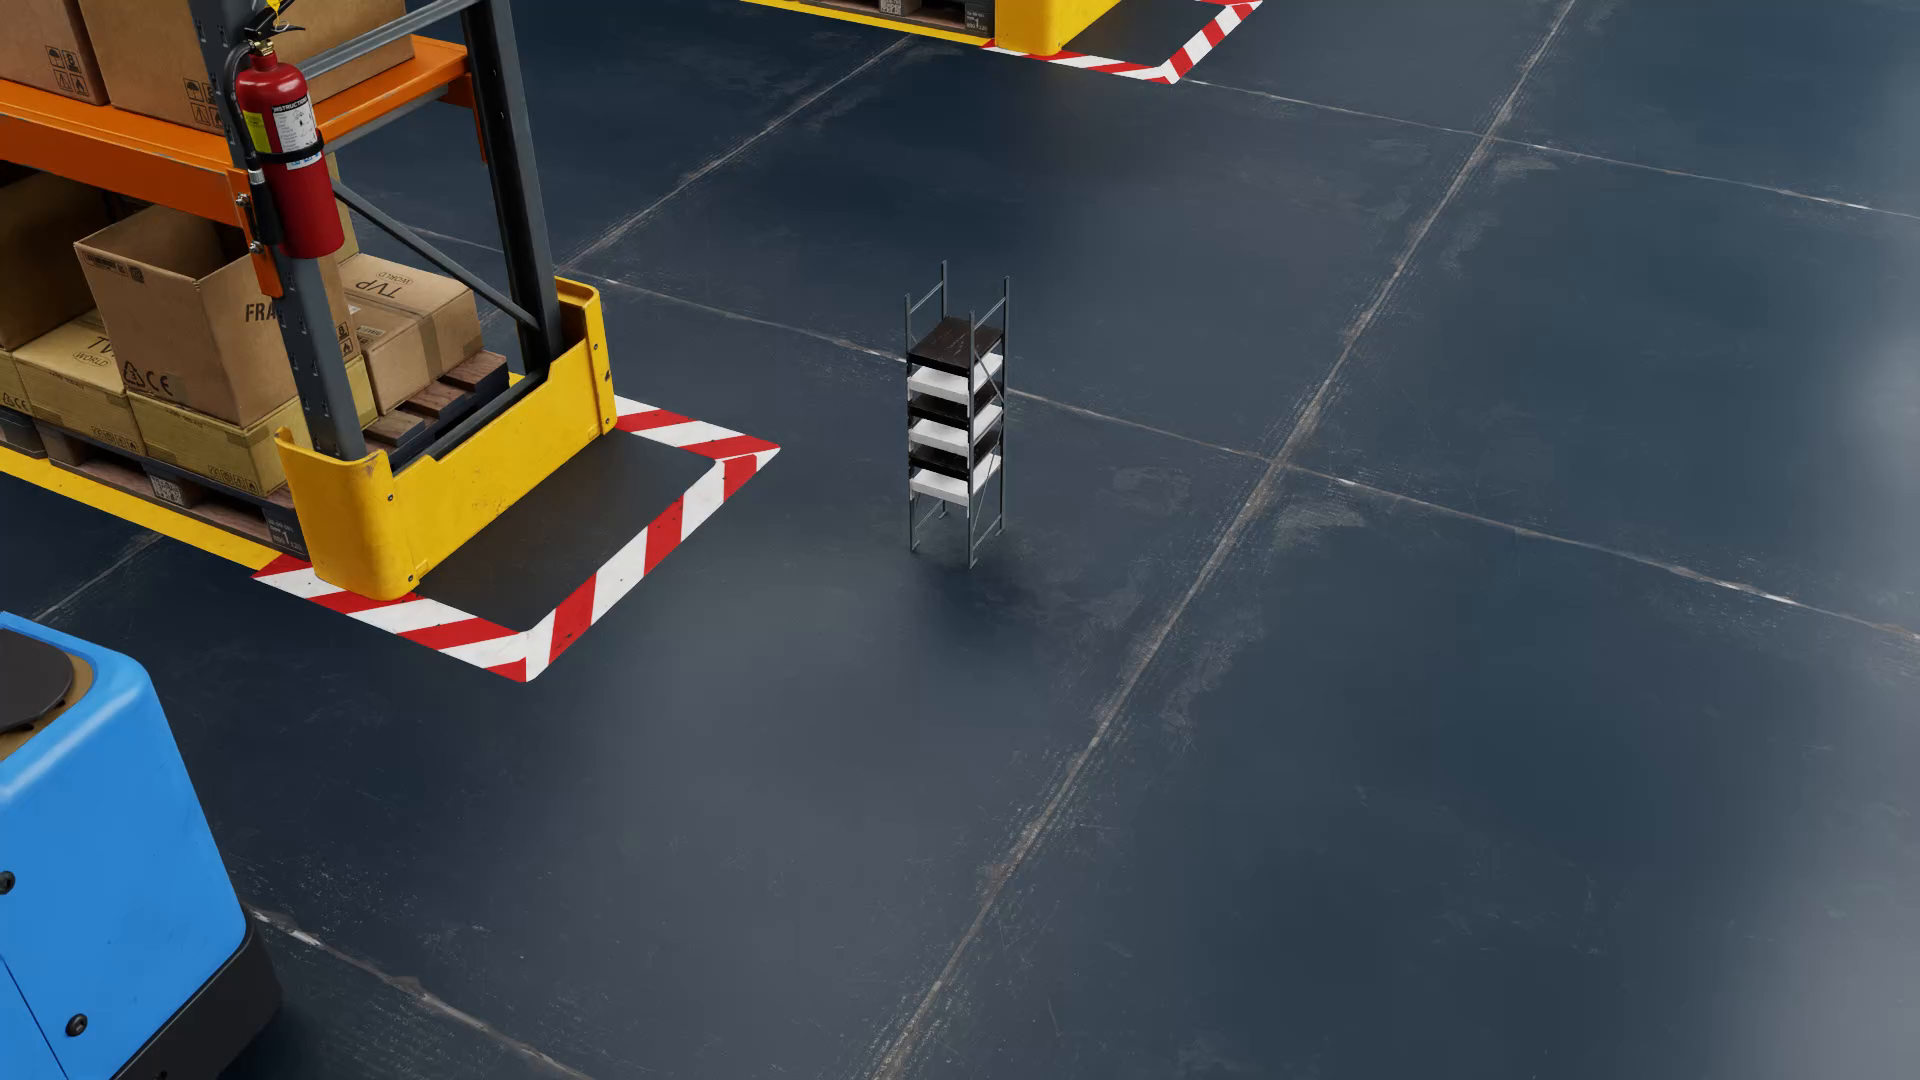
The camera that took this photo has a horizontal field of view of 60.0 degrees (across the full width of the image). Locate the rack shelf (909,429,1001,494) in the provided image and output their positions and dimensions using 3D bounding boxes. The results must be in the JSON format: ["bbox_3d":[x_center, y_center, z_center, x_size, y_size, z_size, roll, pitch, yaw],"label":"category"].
[{"bbox_3d":[-0.007,-0.262,5.055,0.200,0.077,0.258,17,41,21],"label":"rack shelf"}]

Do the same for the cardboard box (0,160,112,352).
[{"bbox_3d":[-3.121,-0.994,5.385,0.500,0.500,0.500,17,41,21],"label":"cardboard box"}]

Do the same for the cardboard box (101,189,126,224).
[{"bbox_3d":[-2.882,-1.273,5.753,0.500,0.500,0.500,17,41,21],"label":"cardboard box"}]

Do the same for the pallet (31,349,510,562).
[{"bbox_3d":[-2.312,-0.443,5.659,1.213,0.211,1.003,17,41,21],"label":"pallet"}]

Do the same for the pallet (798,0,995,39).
[{"bbox_3d":[-0.140,-3.136,9.207,1.213,0.211,1.003,17,41,21],"label":"pallet"}]

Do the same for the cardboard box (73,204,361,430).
[{"bbox_3d":[-2.227,-0.724,5.029,0.500,0.500,0.500,17,41,21],"label":"cardboard box"}]

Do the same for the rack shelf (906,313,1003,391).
[{"bbox_3d":[-0.007,-0.549,4.838,0.200,0.077,0.258,17,41,21],"label":"rack shelf"}]

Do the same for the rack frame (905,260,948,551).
[{"bbox_3d":[-0.097,-0.389,5.018,0.006,0.900,0.240,17,41,21],"label":"rack frame"}]

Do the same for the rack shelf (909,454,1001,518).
[{"bbox_3d":[-0.007,-0.191,5.110,0.200,0.077,0.258,17,41,21],"label":"rack shelf"}]

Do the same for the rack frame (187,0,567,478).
[{"bbox_3d":[-1.614,-1.364,4.566,0.127,3.000,1.000,17,41,21],"label":"rack frame"}]

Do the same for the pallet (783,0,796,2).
[{"bbox_3d":[-1.220,-3.476,9.655,1.213,0.211,1.003,17,41,21],"label":"pallet"}]

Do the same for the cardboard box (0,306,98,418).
[{"bbox_3d":[-3.120,-0.697,5.614,0.500,0.250,0.500,17,41,21],"label":"cardboard box"}]

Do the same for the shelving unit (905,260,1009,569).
[{"bbox_3d":[-0.007,-0.361,4.981,0.210,0.900,0.258,17,41,21],"label":"shelving unit"}]

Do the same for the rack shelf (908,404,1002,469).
[{"bbox_3d":[-0.007,-0.334,5.001,0.200,0.077,0.258,17,41,21],"label":"rack shelf"}]

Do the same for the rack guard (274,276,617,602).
[{"bbox_3d":[-1.592,-0.362,5.313,0.348,0.500,1.175,17,41,21],"label":"rack guard"}]

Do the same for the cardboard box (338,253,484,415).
[{"bbox_3d":[-1.987,-0.704,5.624,0.500,0.250,0.500,17,41,21],"label":"cardboard box"}]

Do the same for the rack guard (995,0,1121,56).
[{"bbox_3d":[0.579,-3.022,8.818,0.348,0.500,1.175,17,41,21],"label":"rack guard"}]

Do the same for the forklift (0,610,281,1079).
[{"bbox_3d":[-3.098,-0.174,3.055,3.031,2.935,1.130,15,40,19],"label":"forklift"}]

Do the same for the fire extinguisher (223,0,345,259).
[{"bbox_3d":[-1.722,-1.051,4.217,0.183,0.674,0.296,17,41,21],"label":"fire extinguisher"}]

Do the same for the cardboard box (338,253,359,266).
[{"bbox_3d":[-2.433,-0.841,5.805,0.500,0.250,0.500,17,41,21],"label":"cardboard box"}]

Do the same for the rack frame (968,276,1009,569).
[{"bbox_3d":[0.083,-0.332,4.944,0.006,0.900,0.240,17,41,21],"label":"rack frame"}]

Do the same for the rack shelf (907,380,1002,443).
[{"bbox_3d":[-0.007,-0.406,4.947,0.200,0.077,0.258,17,41,21],"label":"rack shelf"}]

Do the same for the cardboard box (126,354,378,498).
[{"bbox_3d":[-2.226,-0.426,5.258,0.500,0.250,0.500,17,41,21],"label":"cardboard box"}]

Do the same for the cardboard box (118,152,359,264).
[{"bbox_3d":[-2.432,-1.141,5.579,0.500,0.500,0.500,17,41,21],"label":"cardboard box"}]

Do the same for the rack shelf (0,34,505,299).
[{"bbox_3d":[-3.389,-1.633,5.516,4.000,0.370,1.077,17,41,21],"label":"rack shelf"}]

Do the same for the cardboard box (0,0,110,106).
[{"bbox_3d":[-2.491,-1.684,4.905,0.500,0.500,0.700,18,41,23],"label":"cardboard box"}]

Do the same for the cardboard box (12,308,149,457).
[{"bbox_3d":[-2.675,-0.559,5.432,0.500,0.250,0.500,17,41,21],"label":"cardboard box"}]

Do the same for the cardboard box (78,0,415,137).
[{"bbox_3d":[-2.022,-1.540,4.716,0.500,0.500,0.700,17,41,22],"label":"cardboard box"}]

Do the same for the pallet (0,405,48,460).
[{"bbox_3d":[-3.391,-0.783,6.107,1.213,0.211,1.003,17,41,21],"label":"pallet"}]

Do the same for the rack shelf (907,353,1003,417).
[{"bbox_3d":[-0.007,-0.478,4.892,0.200,0.077,0.258,17,41,21],"label":"rack shelf"}]
